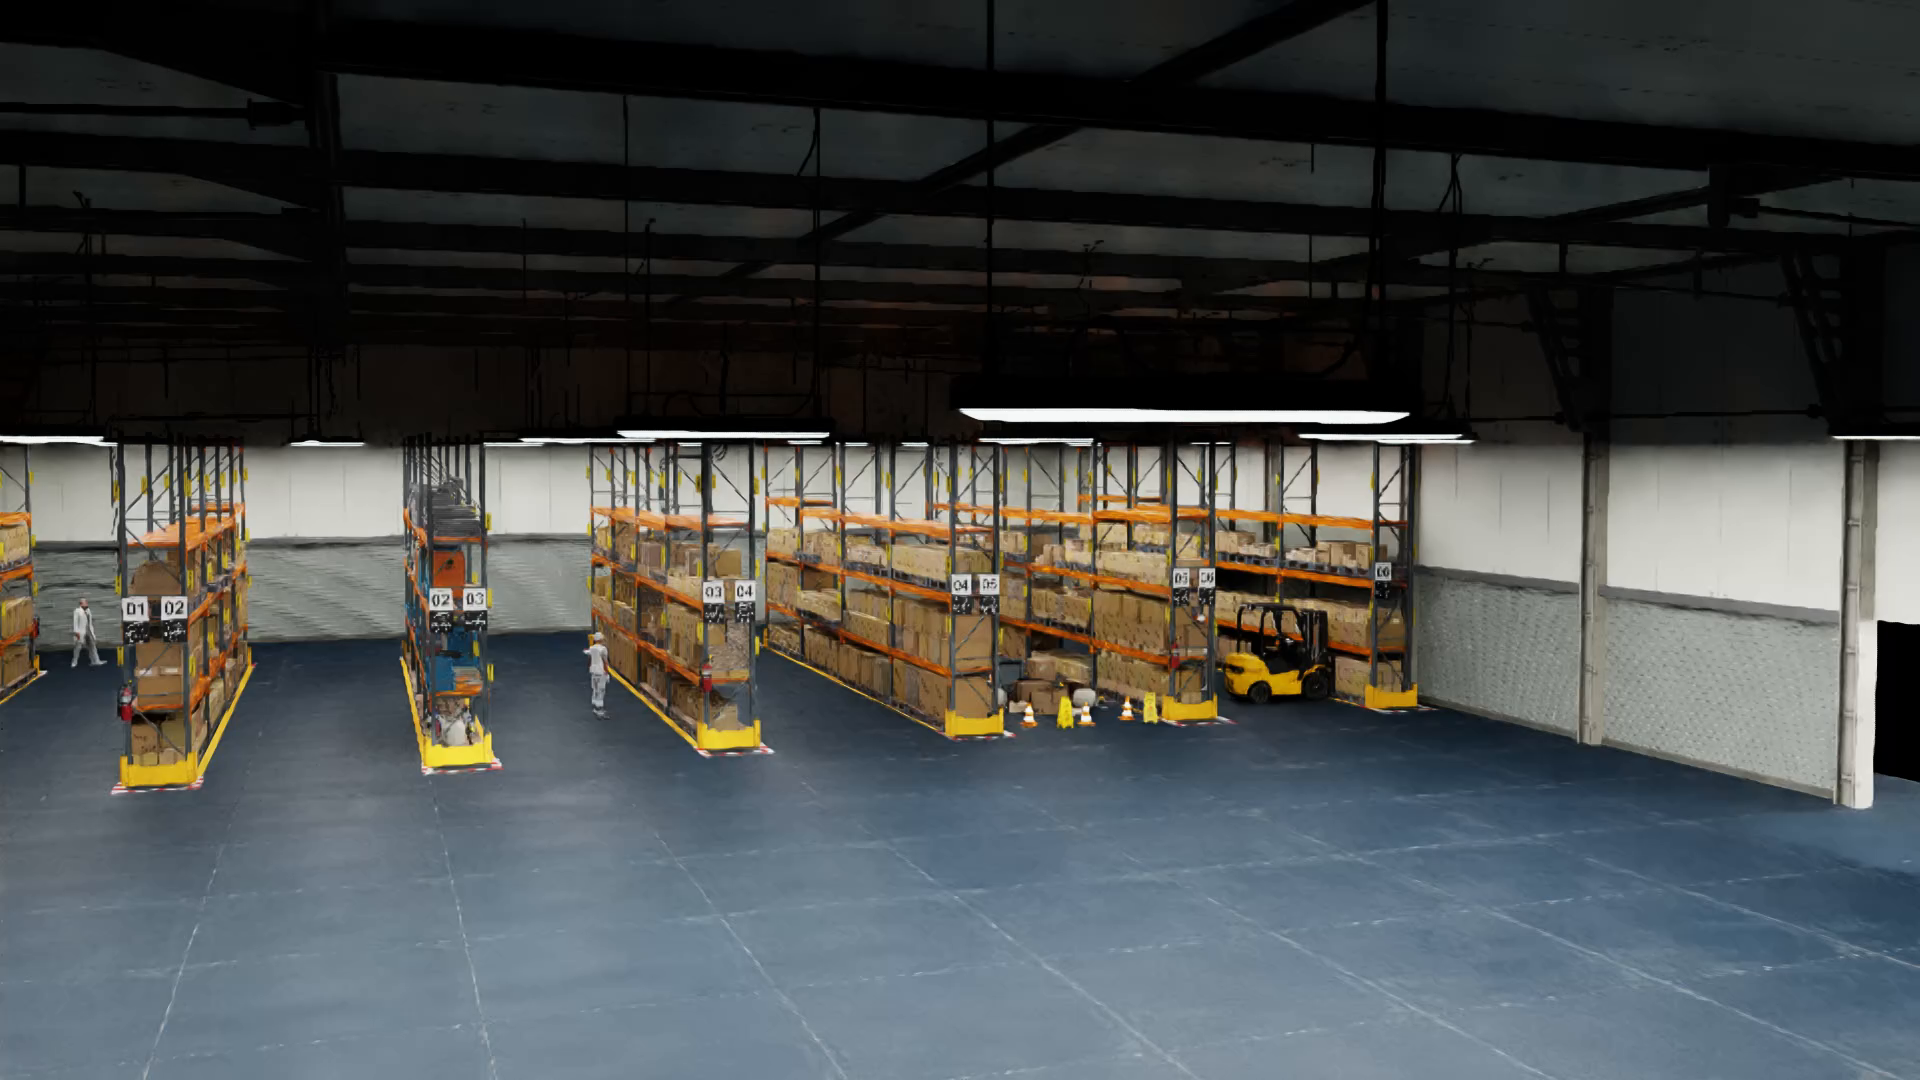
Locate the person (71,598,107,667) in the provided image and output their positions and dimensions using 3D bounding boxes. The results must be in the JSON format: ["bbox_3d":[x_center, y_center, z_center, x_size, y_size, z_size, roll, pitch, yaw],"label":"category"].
[{"bbox_3d":[-22.921,2.407,43.581,0.613,1.768,0.778,1,3,18],"label":"person"}]

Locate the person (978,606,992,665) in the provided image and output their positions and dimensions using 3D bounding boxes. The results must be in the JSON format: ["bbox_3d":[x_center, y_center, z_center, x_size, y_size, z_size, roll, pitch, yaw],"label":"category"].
[{"bbox_3d":[0.586,2.468,42.610,0.587,1.760,0.677,0,3,2],"label":"person"}]

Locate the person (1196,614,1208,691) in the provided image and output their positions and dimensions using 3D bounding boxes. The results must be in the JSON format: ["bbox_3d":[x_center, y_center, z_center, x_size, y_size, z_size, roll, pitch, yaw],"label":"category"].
[{"bbox_3d":[5.664,2.639,39.261,0.583,1.782,0.665,1,3,11],"label":"person"}]

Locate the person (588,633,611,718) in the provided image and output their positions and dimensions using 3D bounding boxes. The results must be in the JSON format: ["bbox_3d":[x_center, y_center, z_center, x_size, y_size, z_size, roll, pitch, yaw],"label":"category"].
[{"bbox_3d":[-7.628,2.853,35.308,0.606,1.792,0.442,3,4,40],"label":"person"}]
